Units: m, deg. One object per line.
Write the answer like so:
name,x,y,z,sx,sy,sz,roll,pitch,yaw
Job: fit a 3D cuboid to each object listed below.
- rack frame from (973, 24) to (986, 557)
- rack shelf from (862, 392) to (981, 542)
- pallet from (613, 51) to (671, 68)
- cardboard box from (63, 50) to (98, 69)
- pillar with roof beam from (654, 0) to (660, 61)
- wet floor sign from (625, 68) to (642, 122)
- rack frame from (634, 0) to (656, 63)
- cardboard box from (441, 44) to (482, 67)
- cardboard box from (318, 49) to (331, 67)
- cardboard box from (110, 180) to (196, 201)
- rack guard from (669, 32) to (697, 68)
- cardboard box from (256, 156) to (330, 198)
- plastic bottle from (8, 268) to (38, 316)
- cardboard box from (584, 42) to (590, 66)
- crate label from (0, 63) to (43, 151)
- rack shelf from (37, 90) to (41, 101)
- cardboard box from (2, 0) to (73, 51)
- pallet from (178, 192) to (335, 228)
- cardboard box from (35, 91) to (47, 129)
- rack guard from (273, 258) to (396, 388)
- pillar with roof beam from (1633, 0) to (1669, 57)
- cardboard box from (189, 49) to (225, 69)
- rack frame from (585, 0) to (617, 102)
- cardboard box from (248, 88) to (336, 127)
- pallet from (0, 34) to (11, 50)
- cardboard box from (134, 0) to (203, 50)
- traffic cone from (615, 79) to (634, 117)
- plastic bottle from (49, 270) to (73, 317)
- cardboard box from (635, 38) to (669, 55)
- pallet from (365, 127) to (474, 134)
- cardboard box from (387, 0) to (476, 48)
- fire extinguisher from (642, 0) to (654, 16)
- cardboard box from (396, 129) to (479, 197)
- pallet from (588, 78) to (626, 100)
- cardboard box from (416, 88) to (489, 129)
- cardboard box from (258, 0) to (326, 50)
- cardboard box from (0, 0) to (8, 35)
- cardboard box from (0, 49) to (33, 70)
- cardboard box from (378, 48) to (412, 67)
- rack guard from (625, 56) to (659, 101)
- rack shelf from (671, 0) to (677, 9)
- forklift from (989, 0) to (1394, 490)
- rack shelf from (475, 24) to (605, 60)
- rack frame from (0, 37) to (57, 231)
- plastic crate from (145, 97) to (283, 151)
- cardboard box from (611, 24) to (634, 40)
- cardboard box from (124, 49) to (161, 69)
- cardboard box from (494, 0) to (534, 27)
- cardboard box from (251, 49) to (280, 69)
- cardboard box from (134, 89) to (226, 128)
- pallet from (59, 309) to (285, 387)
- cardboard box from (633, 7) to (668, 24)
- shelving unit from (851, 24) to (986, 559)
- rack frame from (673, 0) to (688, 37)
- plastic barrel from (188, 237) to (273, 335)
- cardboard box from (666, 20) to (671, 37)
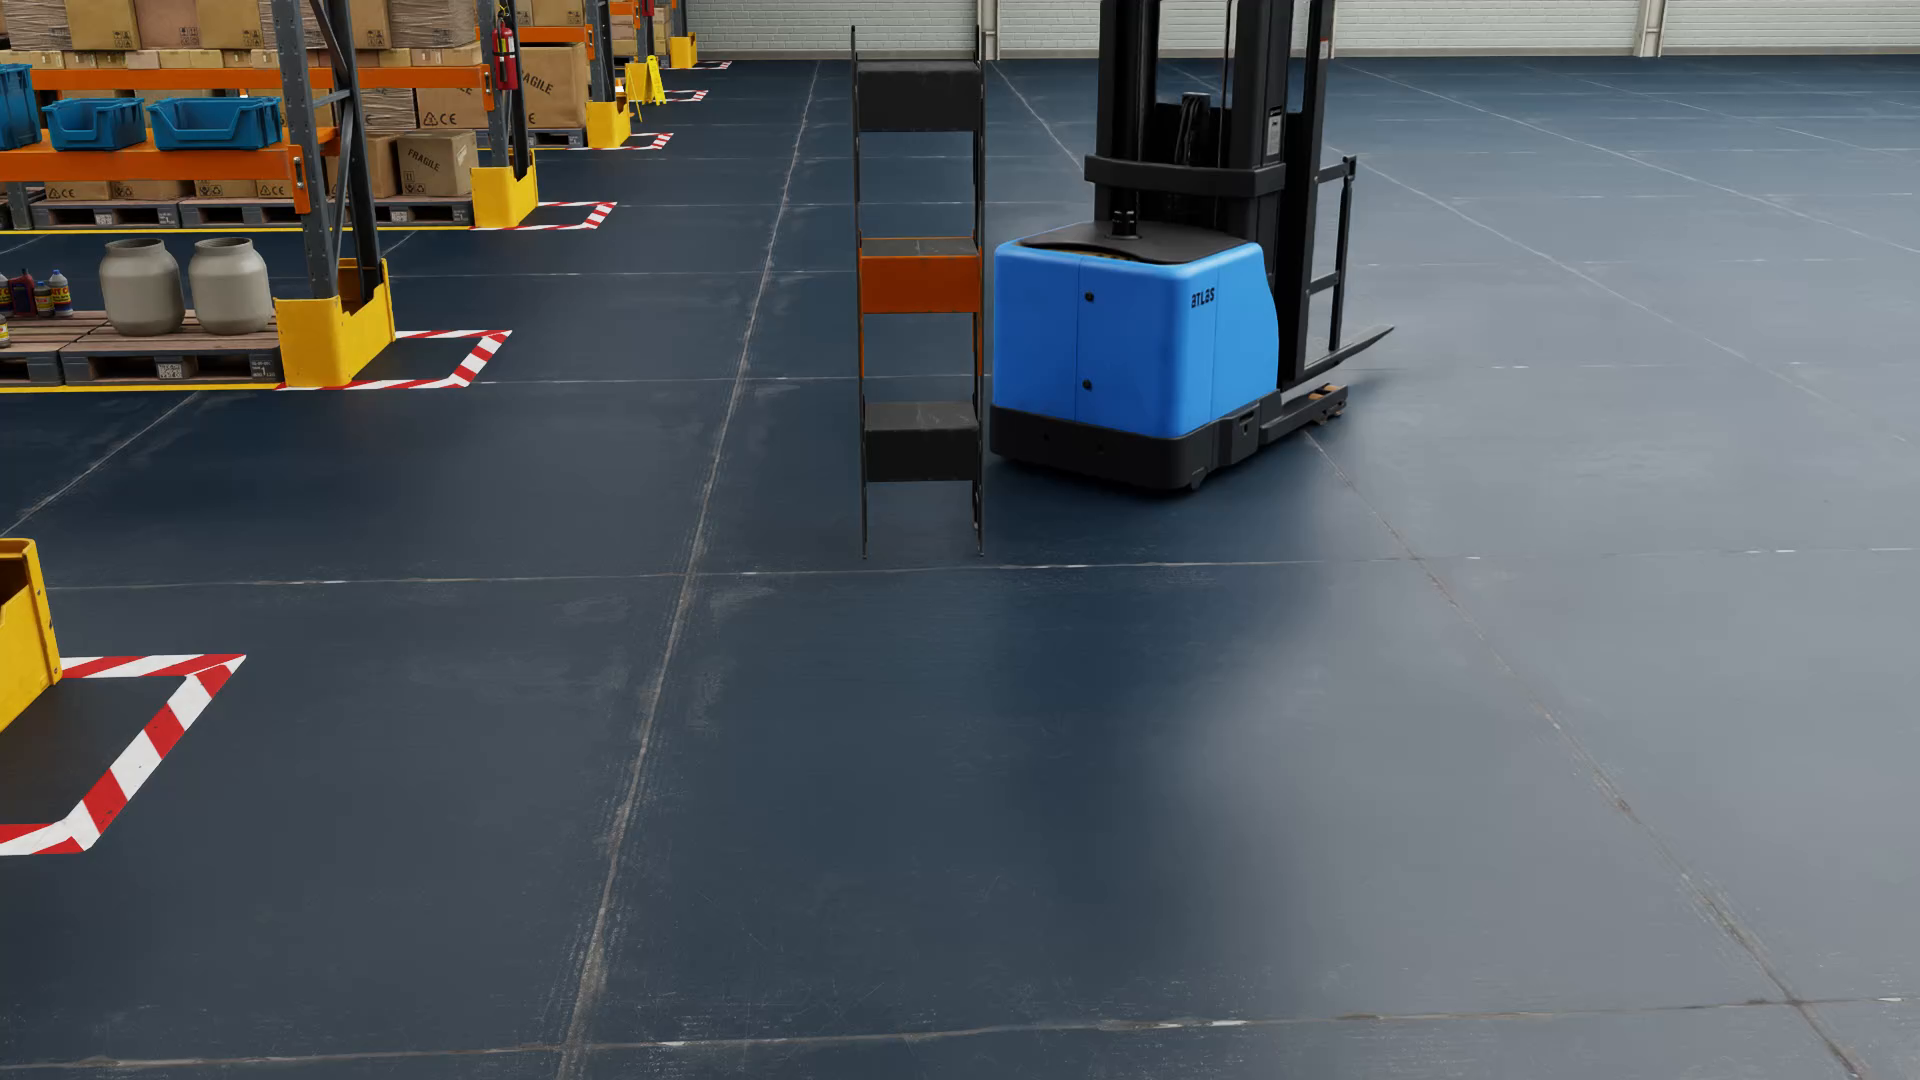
rack frame,0.078,-0.983,6.752,0.015,2.100,0.400,-1,21,-3
rack shelf,-0.165,-0.311,6.992,0.480,0.518,0.431,-1,21,-3
pallet,-5.503,-8.198,28.358,1.213,0.211,1.003,-1,21,-3
cardboard box,-7.153,-3.963,13.666,0.250,0.149,0.380,-1,21,-3
pillar with roof beam,-5.243,-11.112,23.661,0.400,9.000,9.100,-1,21,-3
wet floor sign,-4.156,-5.616,20.965,0.232,0.644,0.267,-5,21,-12
rack frame,-4.455,-7.769,23.310,0.127,3.000,1.000,-1,21,-3
cardboard box,-4.162,-4.052,13.901,0.250,0.149,0.380,-1,21,-3
cardboard box,-5.161,-4.034,13.853,0.250,0.149,0.380,-1,21,-3
cardboard box,-6.910,-3.203,14.242,0.500,0.500,0.500,5,22,14
rack guard,-4.718,-8.364,28.387,0.348,0.500,1.175,-1,21,-3
cardboard box,-5.735,-3.239,14.337,0.500,0.500,0.500,1,21,2
plastic bottle,-5.662,-1.501,10.047,0.133,0.283,0.061,-1,21,-2
cardboard box,-5.240,-6.921,23.305,0.500,0.500,0.500,-1,21,-3
crate label,-5.429,-2.372,9.086,0.616,0.435,0.502,-1,21,-3
rack shelf,-9.880,-3.790,13.872,4.000,0.370,1.077,-1,21,-3
cardboard box,-7.430,-4.340,13.746,0.500,0.500,0.875,-1,21,-3
pallet,-5.993,-2.916,14.483,1.213,0.211,1.003,-1,21,-3
cardboard box,-10.573,-4.994,18.594,0.750,0.750,1.050,-1,21,-2
rack guard,-3.680,-1.302,9.839,0.348,0.500,1.175,-1,21,-3
pillar with roof beam,12.728,-11.478,24.621,0.400,9.000,9.100,-1,21,-3
cardboard box,-6.154,-3.982,13.718,0.250,0.149,0.380,-1,21,-3
rack frame,-4.072,-6.012,18.697,0.127,3.000,1.000,-1,21,-3
cardboard box,-7.433,-5.122,18.755,0.875,0.875,0.875,-1,21,-2
pallet,-8.654,-4.114,13.979,1.213,0.211,1.003,-1,21,-3
cardboard box,-6.435,-4.384,13.860,0.500,0.500,0.875,-1,21,-3
traffic cone,-4.408,-5.729,21.517,0.334,0.463,0.336,-1,21,-3
plastic bottle,-5.434,-1.493,10.044,0.097,0.271,0.097,0,21,0
cardboard box,-5.193,-8.321,28.036,0.500,0.250,0.500,-1,21,-3
pallet,-6.080,-4.641,19.015,1.213,0.211,1.003,-1,21,-3
cardboard box,-4.440,-4.433,13.989,0.500,0.500,0.875,-1,21,-3
fire extinguisher,-4.314,-7.571,22.900,0.183,0.674,0.296,-1,21,-3
cardboard box,-4.514,-3.270,14.416,0.500,0.500,0.500,3,21,7
pallet,-5.344,-6.460,23.792,1.213,0.211,1.003,-1,21,-3
cardboard box,-5.623,-5.160,18.854,0.875,0.875,0.875,-1,21,-4
cardboard box,-5.434,-4.385,13.864,0.500,0.500,0.875,-1,21,-3
cardboard box,-8.684,-4.677,13.757,1.000,1.000,1.000,-1,21,-3
cardboard box,-7.651,-3.947,13.626,0.250,0.149,0.380,-1,21,-3
cardboard box,-4.658,-4.024,13.827,0.250,0.149,0.380,-1,21,-3
rack guard,-4.531,-6.599,23.751,0.348,0.500,1.175,-1,21,-3
rack shelf,-6.739,-9.155,27.963,4.000,0.370,1.077,-1,21,-3
forklift,1.410,-2.060,8.411,1.130,2.935,3.031,14,25,33
rack shelf,-6.068,-5.636,18.718,4.000,0.370,1.077,-1,21,-3
rack frame,-7.883,-4.167,13.850,0.127,3.000,1.000,-1,21,-3
plastic crate,-4.089,-2.303,9.163,0.616,0.251,0.499,-1,21,-3
cardboard box,-5.712,-8.549,27.932,0.500,0.250,0.500,-1,21,-4
cardboard box,-6.652,-3.961,13.663,0.250,0.149,0.380,-1,21,-3
cardboard box,-4.987,-6.040,18.559,0.550,0.550,0.875,-1,21,-3
cardboard box,-5.654,-3.984,13.723,0.250,0.149,0.380,-1,21,-3
cardboard box,-8.680,-5.031,18.692,0.750,0.750,1.050,-1,21,-3
pallet,-4.491,-1.153,9.852,1.213,0.211,1.003,-1,21,-3
cardboard box,-5.184,-8.790,27.862,0.500,0.250,0.500,0,21,-1
shelving unit,-0.165,-0.978,6.739,0.503,2.100,0.431,-1,21,-3
rack frame,-4.742,-9.532,27.941,0.127,3.000,1.000,-1,21,-3
plastic barrel,-4.259,-1.482,9.704,0.421,0.512,0.421,0,21,0
cardboard box,-5.223,-8.741,28.436,0.500,0.250,0.500,-1,21,-2
